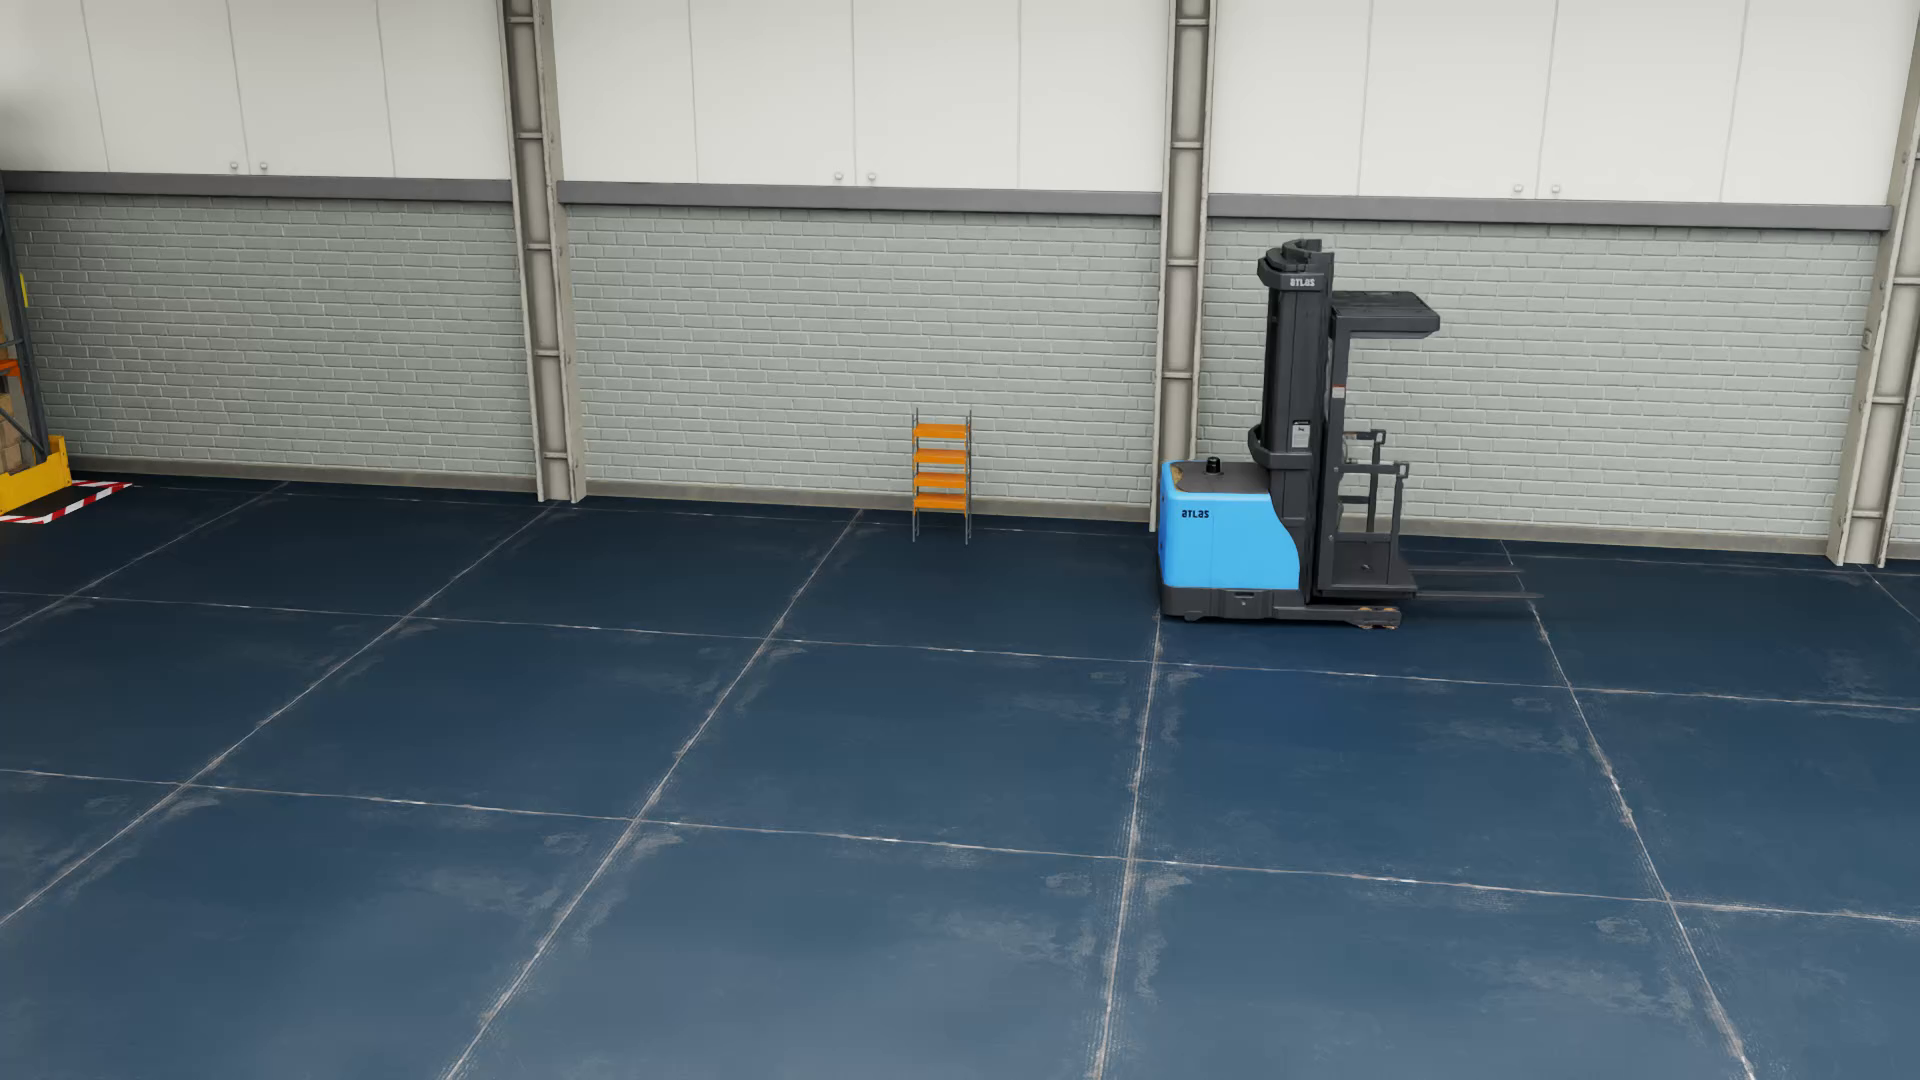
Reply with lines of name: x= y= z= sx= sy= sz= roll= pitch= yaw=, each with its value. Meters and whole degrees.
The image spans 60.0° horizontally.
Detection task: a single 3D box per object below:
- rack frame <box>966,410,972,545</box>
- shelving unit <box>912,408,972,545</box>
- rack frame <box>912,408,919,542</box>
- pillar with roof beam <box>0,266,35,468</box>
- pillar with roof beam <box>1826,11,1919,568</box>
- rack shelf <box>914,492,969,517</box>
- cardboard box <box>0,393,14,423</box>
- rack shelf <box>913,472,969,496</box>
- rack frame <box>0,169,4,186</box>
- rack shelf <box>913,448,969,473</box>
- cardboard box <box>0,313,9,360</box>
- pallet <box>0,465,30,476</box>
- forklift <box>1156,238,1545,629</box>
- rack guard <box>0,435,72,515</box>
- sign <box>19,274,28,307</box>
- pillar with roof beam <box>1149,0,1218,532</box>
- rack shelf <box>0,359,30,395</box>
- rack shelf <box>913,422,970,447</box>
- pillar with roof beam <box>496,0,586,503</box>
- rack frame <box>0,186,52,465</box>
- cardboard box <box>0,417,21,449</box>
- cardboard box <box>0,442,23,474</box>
rack frame: x=0.077 y=-0.565 z=15.048 sx=0.015 sy=1.200 sz=0.240 roll=3 pitch=19 yaw=9
shelving unit: x=-0.163 y=-0.577 z=15.084 sx=0.503 sy=1.200 sz=0.258 roll=3 pitch=19 yaw=9
rack frame: x=-0.404 y=-0.590 z=15.121 sx=0.015 sy=1.200 sz=0.240 roll=3 pitch=19 yaw=9
pillar with roof beam: x=-10.549 y=-3.641 z=11.950 sx=0.400 sy=9.000 sz=9.100 roll=3 pitch=19 yaw=9
pillar with roof beam: x=7.224 y=-2.735 z=9.243 sx=0.400 sy=9.000 sz=9.100 roll=3 pitch=19 yaw=9
rack shelf: x=-0.163 y=-0.325 z=15.169 sx=0.480 sy=0.148 sz=0.258 roll=3 pitch=19 yaw=9
cardboard box: x=-9.766 y=-1.280 z=16.445 sx=0.500 sy=0.250 sz=0.500 roll=3 pitch=19 yaw=8
rack shelf: x=-0.163 y=-0.514 z=15.106 sx=0.480 sy=0.148 sz=0.258 roll=3 pitch=19 yaw=9
rack frame: x=-9.321 y=-4.672 z=15.033 sx=0.127 sy=3.000 sz=1.000 roll=3 pitch=19 yaw=9
rack shelf: x=-0.163 y=-0.726 z=15.035 sx=0.480 sy=0.148 sz=0.258 roll=3 pitch=19 yaw=9
cardboard box: x=-9.766 y=-1.987 z=16.303 sx=0.500 sy=0.500 sz=0.500 roll=4 pitch=19 yaw=10
pallet: x=-10.083 y=-0.531 z=16.503 sx=1.213 sy=0.211 sz=1.003 roll=3 pitch=19 yaw=9
forklift: x=3.149 y=-0.859 z=13.199 sx=3.031 sy=2.935 sz=1.130 roll=1 pitch=19 yaw=3
rack guard: x=-9.298 y=-0.641 z=16.377 sx=0.348 sy=0.500 sz=1.175 roll=3 pitch=19 yaw=9
sign: x=-9.227 y=-2.449 z=16.353 sx=0.005 sy=0.325 sz=0.100 roll=3 pitch=19 yaw=9
pillar with roof beam: x=1.300 y=-3.037 z=10.145 sx=0.400 sy=9.000 sz=9.100 roll=3 pitch=19 yaw=9
rack shelf: x=-11.296 y=-1.587 z=16.399 sx=4.000 sy=0.370 sz=1.077 roll=3 pitch=19 yaw=9
rack shelf: x=-0.163 y=-0.950 z=14.960 sx=0.480 sy=0.148 sz=0.258 roll=3 pitch=19 yaw=9
pillar with roof beam: x=-4.625 y=-3.339 z=11.048 sx=0.400 sy=9.000 sz=9.100 roll=3 pitch=19 yaw=9
rack frame: x=-9.321 y=-1.827 z=15.984 sx=0.127 sy=3.000 sz=1.000 roll=3 pitch=19 yaw=9
cardboard box: x=-9.753 y=-1.048 z=16.540 sx=0.500 sy=0.250 sz=0.500 roll=3 pitch=19 yaw=10
cardboard box: x=-9.775 y=-0.809 z=16.611 sx=0.500 sy=0.250 sz=0.500 roll=3 pitch=19 yaw=9
